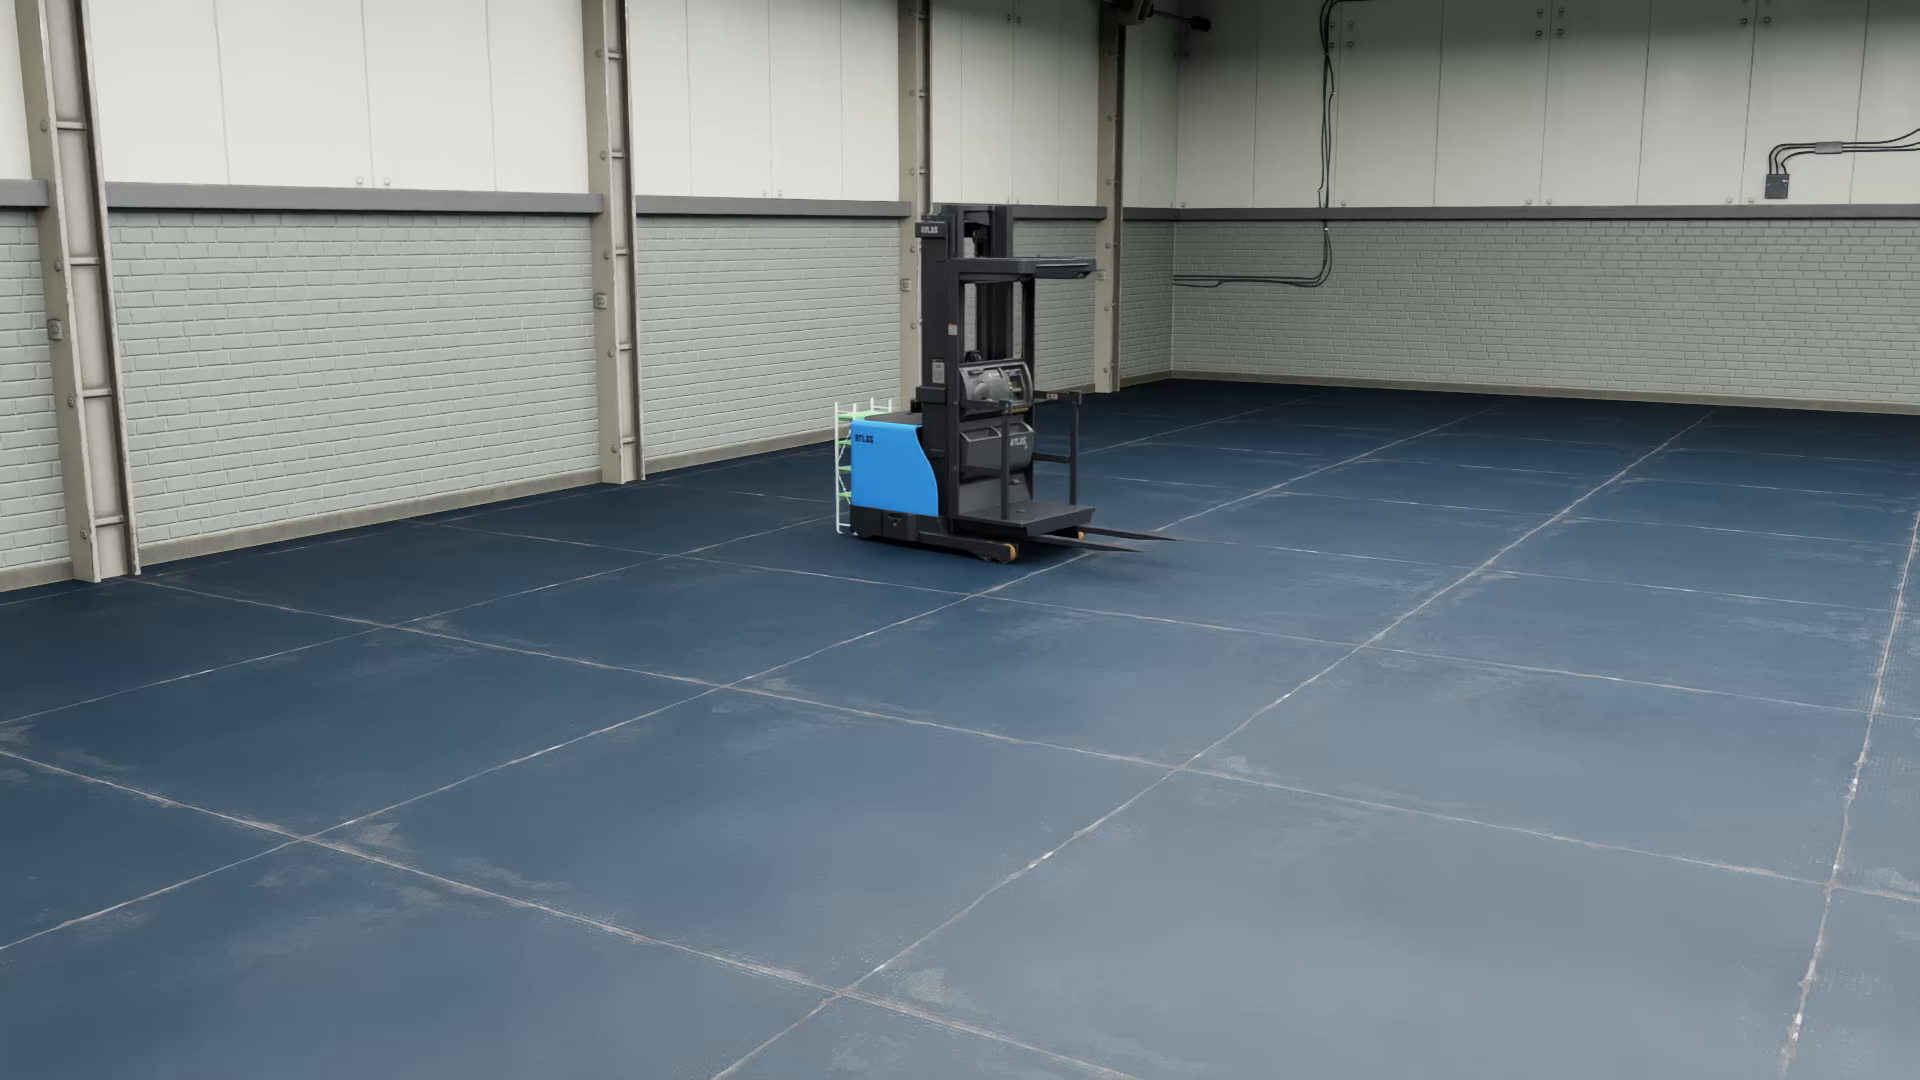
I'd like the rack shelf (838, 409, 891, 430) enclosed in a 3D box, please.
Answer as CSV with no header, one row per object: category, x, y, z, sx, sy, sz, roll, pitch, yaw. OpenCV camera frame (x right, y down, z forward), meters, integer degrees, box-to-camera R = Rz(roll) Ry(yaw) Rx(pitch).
rack shelf,-0.880,-1.090,15.168,0.258,0.148,0.480,8,13,37

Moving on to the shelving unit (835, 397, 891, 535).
shelving unit,-0.880,-0.681,15.245,0.258,1.200,0.503,8,13,37

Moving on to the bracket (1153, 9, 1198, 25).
bracket,3.951,-9.046,28.950,0.076,0.066,3.189,6,12,31

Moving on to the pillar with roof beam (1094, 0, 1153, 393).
pillar with roof beam,6.188,-6.554,25.422,9.100,9.000,0.548,6,12,31

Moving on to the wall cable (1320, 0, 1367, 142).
wall cable,7.481,-8.000,27.859,3.097,2.526,0.112,6,12,31

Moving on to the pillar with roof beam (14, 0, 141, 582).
pillar with roof beam,-3.157,-3.723,10.301,9.100,9.000,0.400,6,12,31

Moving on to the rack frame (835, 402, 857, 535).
rack frame,-1.031,-0.646,15.056,0.240,1.200,0.015,8,13,37

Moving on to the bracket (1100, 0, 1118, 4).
bracket,1.259,-8.230,24.593,0.076,0.066,4.783,6,12,31

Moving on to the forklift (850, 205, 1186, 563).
forklift,0.478,-1.355,14.143,3.031,2.935,1.130,8,14,38

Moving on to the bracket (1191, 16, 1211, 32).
bracket,4.258,-9.139,29.446,0.235,0.232,0.430,6,12,31

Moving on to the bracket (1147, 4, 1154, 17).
bracket,3.028,-8.766,27.455,0.235,0.232,0.430,6,12,31

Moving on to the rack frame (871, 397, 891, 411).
rack frame,-0.729,-0.716,15.433,0.240,1.200,0.015,8,13,37

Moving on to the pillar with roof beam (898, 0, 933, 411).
pillar with roof beam,3.073,-5.610,20.382,9.100,9.000,0.400,6,12,31

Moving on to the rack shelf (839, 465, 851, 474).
rack shelf,-0.880,-0.618,15.256,0.258,0.148,0.480,8,13,37

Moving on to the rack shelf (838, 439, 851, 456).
rack shelf,-0.880,-0.854,15.212,0.258,0.148,0.480,8,13,37

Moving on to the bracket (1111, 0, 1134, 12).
bracket,2.597,-8.635,26.758,0.235,0.232,0.430,6,12,31

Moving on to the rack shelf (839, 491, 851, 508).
rack shelf,-0.880,-0.382,15.301,0.258,0.148,0.480,8,13,37

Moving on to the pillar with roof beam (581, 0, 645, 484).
pillar with roof beam,-0.042,-4.667,15.341,9.100,9.000,0.400,6,12,31

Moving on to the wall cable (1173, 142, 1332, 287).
wall cable,5.168,-5.776,29.705,3.097,2.526,0.112,6,12,31

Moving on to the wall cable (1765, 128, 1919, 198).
wall cable,13.274,-8.064,24.248,2.305,6.003,0.169,6,12,31
